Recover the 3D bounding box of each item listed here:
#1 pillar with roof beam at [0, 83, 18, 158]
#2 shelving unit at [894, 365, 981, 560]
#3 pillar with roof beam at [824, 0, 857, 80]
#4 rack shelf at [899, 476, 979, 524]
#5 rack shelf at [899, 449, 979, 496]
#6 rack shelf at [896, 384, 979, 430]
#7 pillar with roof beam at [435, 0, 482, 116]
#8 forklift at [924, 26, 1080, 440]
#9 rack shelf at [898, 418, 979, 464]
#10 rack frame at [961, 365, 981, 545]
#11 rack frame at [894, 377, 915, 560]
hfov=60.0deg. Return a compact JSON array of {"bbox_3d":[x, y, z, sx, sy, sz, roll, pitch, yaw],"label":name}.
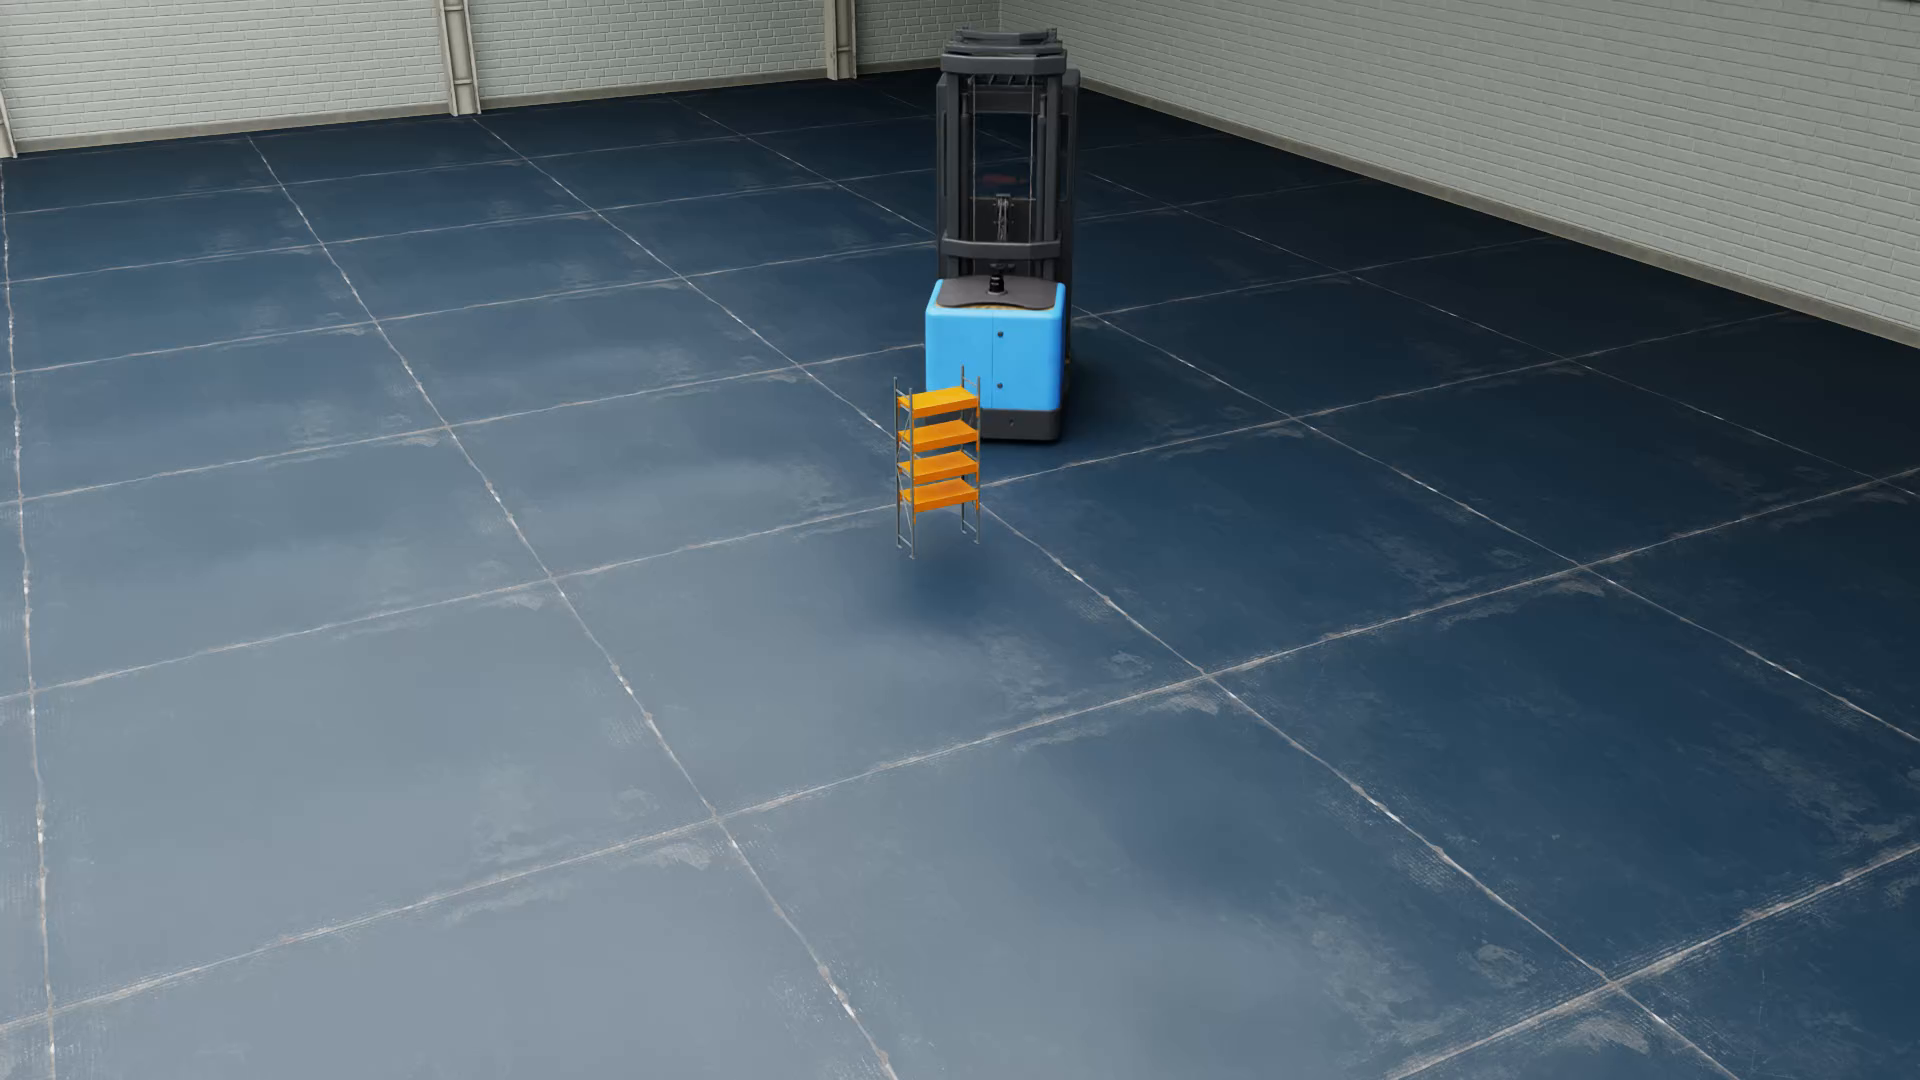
[{"bbox_3d":[-10.463,-7.402,16.269,0.400,9.000,9.100,-13,29,-25],"label":"pillar with roof beam"},{"bbox_3d":[-0.146,-0.507,10.920,0.503,1.200,0.258,-13,29,-25],"label":"shelving unit"},{"bbox_3d":[0.126,-9.846,21.359,0.400,9.000,9.100,-13,29,-25],"label":"pillar with roof beam"},{"bbox_3d":[-0.146,-0.268,11.035,0.480,0.148,0.258,-13,29,-25],"label":"rack shelf"},{"bbox_3d":[-0.146,-0.447,10.949,0.480,0.148,0.258,-13,29,-25],"label":"rack shelf"},{"bbox_3d":[-0.146,-0.861,10.750,0.480,0.148,0.258,-13,29,-25],"label":"rack shelf"},{"bbox_3d":[-5.168,-8.624,18.814,0.400,9.000,9.100,-13,29,-25],"label":"pillar with roof beam"},{"bbox_3d":[0.385,-2.684,13.454,1.130,2.935,3.031,2,26,5],"label":"forklift"},{"bbox_3d":[-0.146,-0.648,10.852,0.480,0.148,0.258,-13,29,-25],"label":"rack shelf"},{"bbox_3d":[0.069,-0.557,11.024,0.015,1.200,0.240,-13,29,-25],"label":"rack frame"},{"bbox_3d":[-0.361,-0.457,10.817,0.015,1.200,0.240,-13,29,-25],"label":"rack frame"}]
